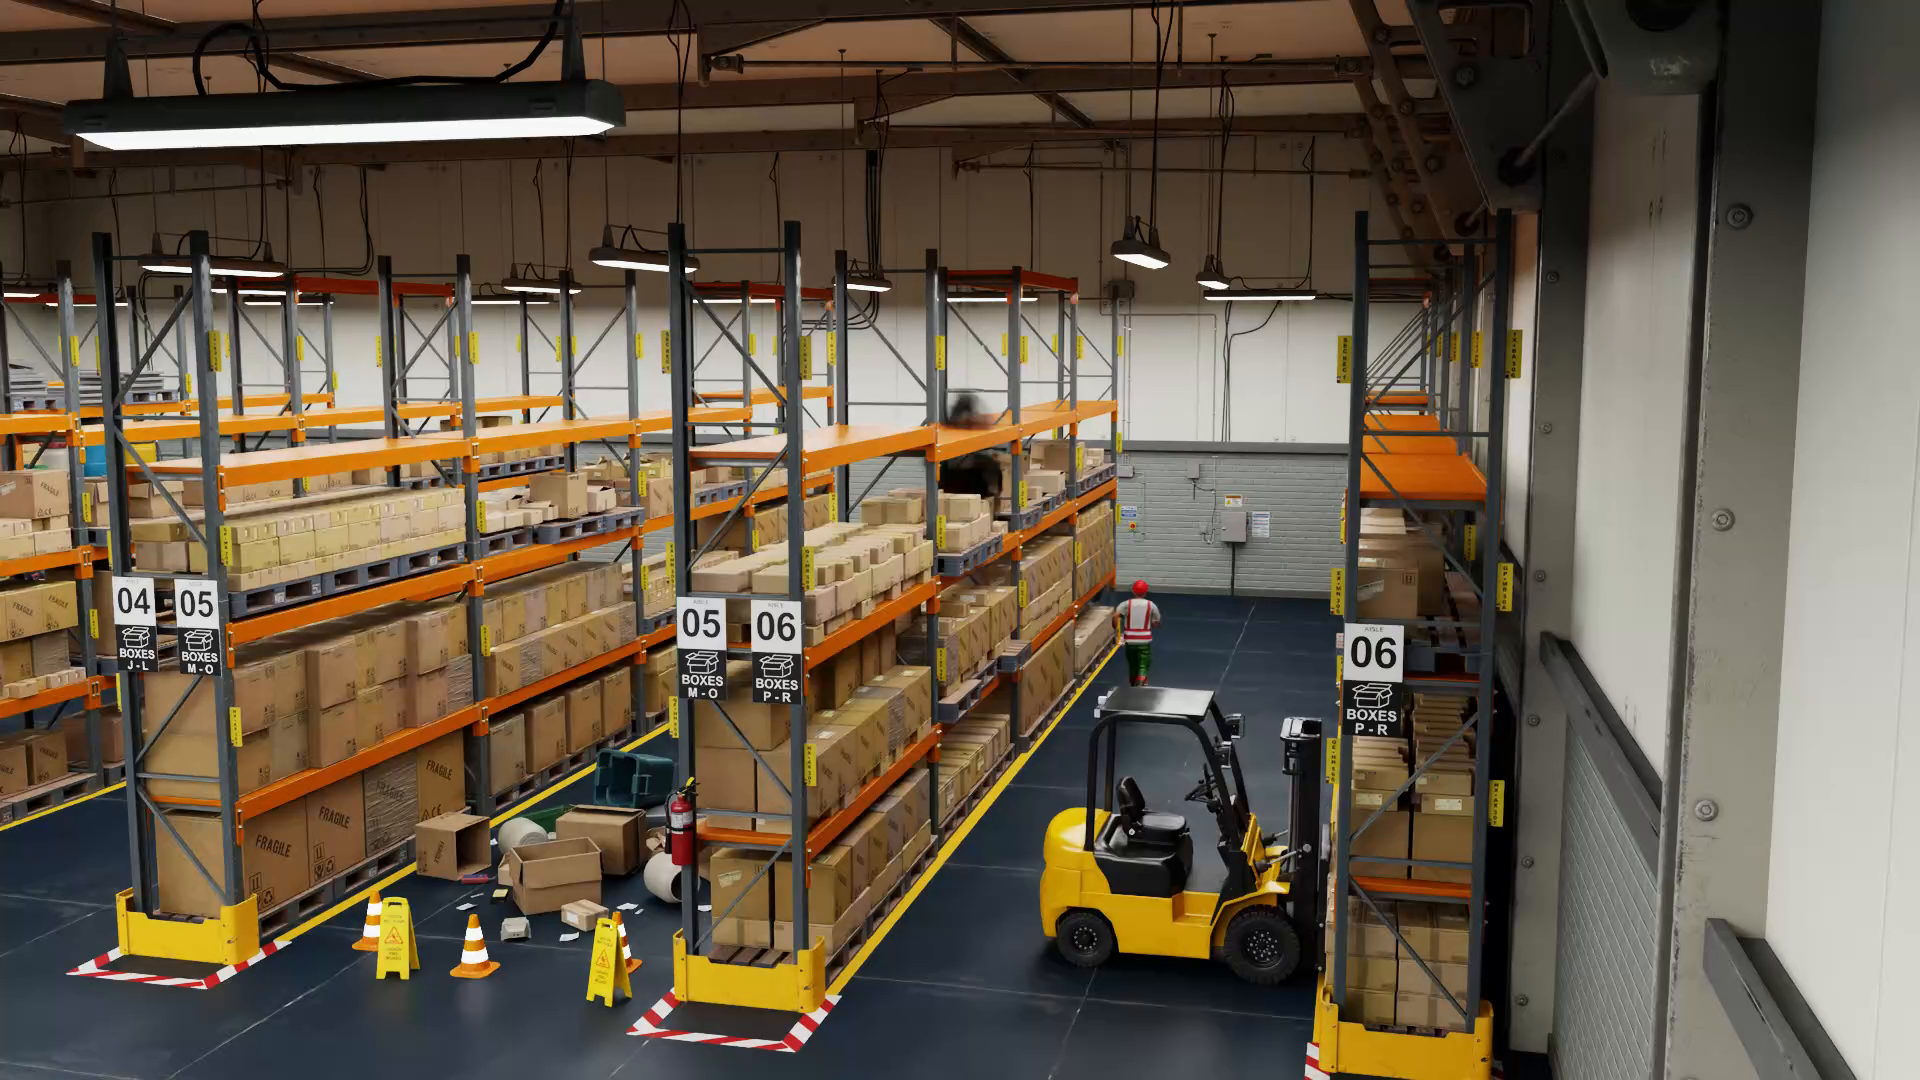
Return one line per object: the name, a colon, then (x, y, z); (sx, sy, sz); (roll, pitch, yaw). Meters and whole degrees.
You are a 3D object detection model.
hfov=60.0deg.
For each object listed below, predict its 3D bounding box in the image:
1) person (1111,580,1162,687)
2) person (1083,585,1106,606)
person: (2.489, 1.419, 23.283); (0.675, 1.757, 1.050); (2, 7, 15)
person: (2.335, 0.769, 29.573); (0.555, 1.604, 0.594); (4, 8, 32)
